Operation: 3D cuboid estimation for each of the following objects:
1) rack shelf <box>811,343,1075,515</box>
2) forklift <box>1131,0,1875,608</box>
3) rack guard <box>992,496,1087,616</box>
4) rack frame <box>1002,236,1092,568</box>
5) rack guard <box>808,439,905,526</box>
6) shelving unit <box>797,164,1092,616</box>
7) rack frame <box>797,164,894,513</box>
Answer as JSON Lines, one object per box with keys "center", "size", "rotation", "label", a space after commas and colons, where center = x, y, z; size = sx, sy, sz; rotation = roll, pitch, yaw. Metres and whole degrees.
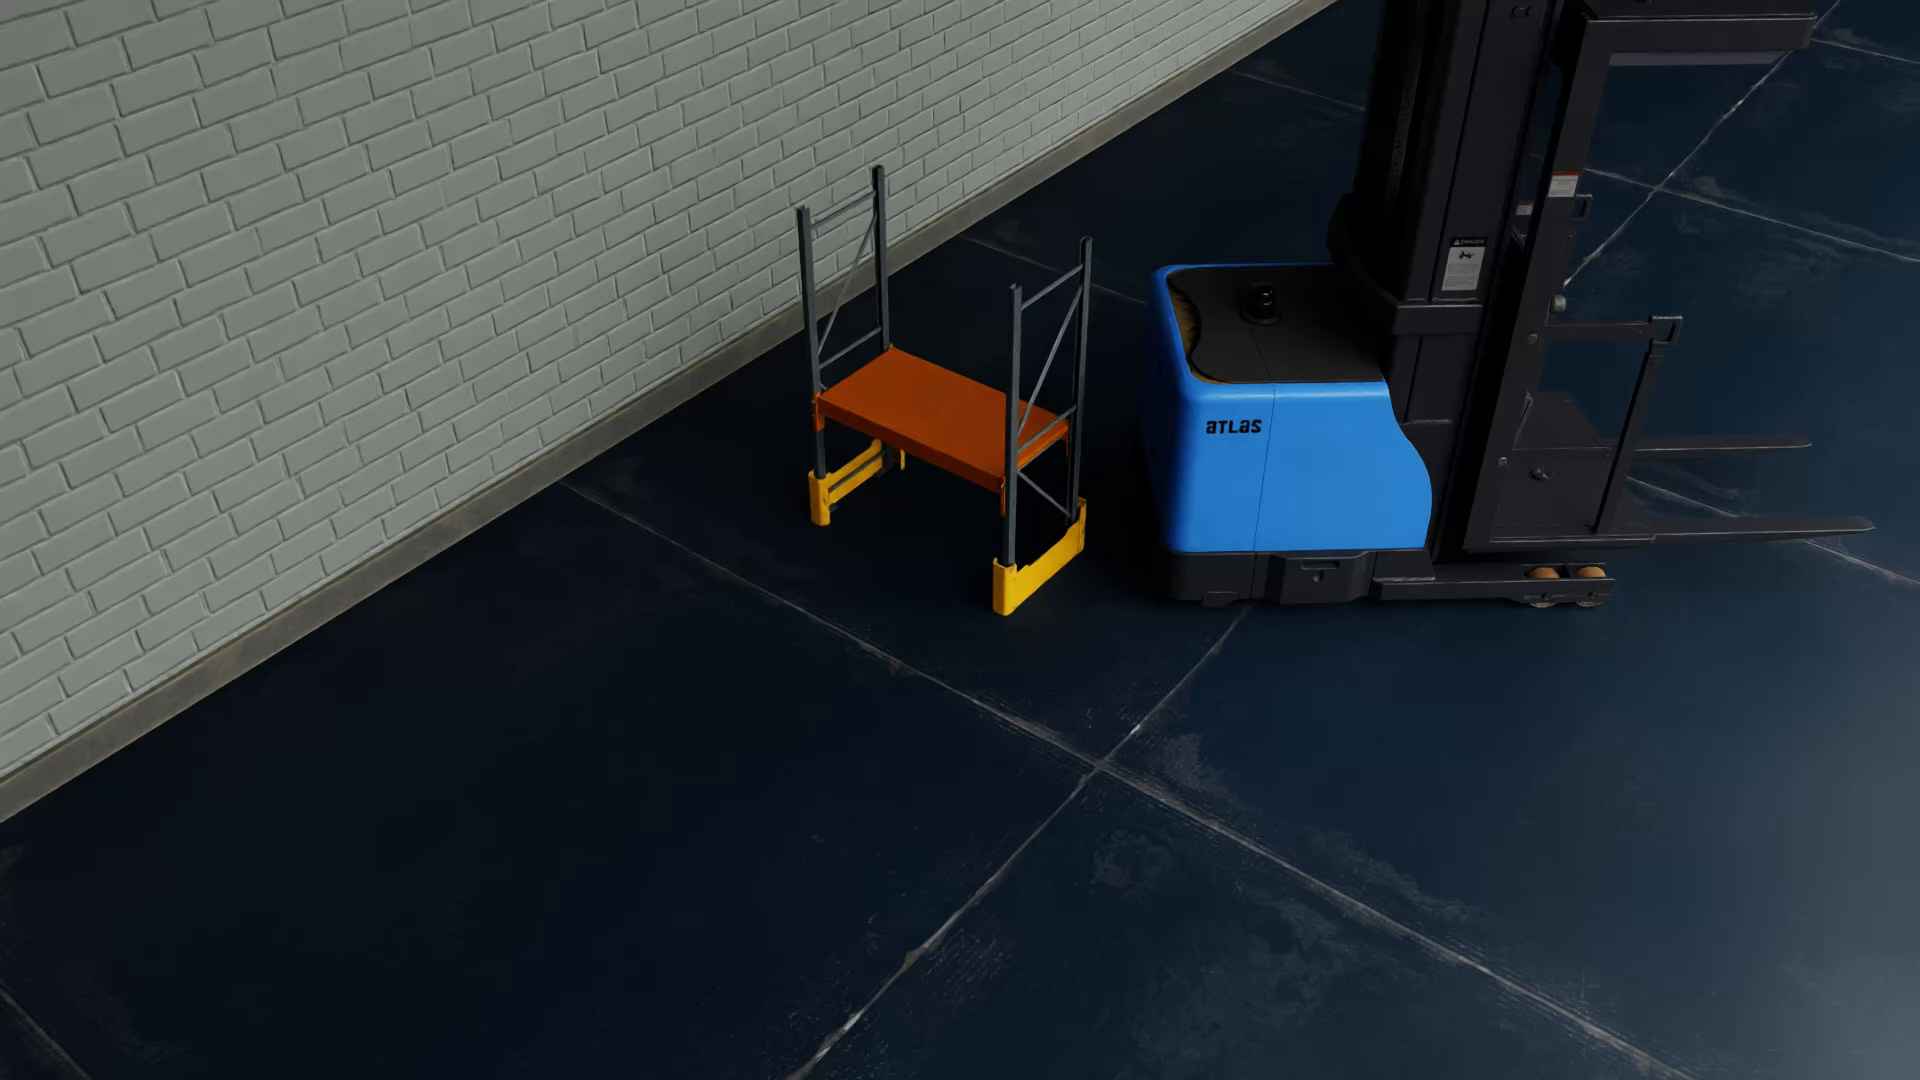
{"center": [-0.068, -0.481, 6.939], "size": [1.000, 0.185, 0.538], "rotation": [25, 45, 29], "label": "rack shelf"}
{"center": [2.306, -1.202, 6.408], "size": [3.031, 2.935, 1.130], "rotation": [-1, 38, -2], "label": "forklift"}
{"center": [0.335, 0.060, 6.971], "size": [0.087, 0.250, 0.587], "rotation": [25, 45, 29], "label": "rack guard"}
{"center": [0.336, -0.432, 6.585], "size": [0.032, 1.500, 0.500], "rotation": [25, 45, 29], "label": "rack frame"}
{"center": [-0.456, -0.313, 7.448], "size": [0.087, 0.250, 0.587], "rotation": [25, 45, 29], "label": "rack guard"}
{"center": [-0.061, -0.619, 6.824], "size": [1.083, 1.500, 0.587], "rotation": [25, 45, 29], "label": "shelving unit"}
{"center": [-0.472, -0.813, 7.072], "size": [0.032, 1.500, 0.500], "rotation": [25, 45, 29], "label": "rack frame"}
